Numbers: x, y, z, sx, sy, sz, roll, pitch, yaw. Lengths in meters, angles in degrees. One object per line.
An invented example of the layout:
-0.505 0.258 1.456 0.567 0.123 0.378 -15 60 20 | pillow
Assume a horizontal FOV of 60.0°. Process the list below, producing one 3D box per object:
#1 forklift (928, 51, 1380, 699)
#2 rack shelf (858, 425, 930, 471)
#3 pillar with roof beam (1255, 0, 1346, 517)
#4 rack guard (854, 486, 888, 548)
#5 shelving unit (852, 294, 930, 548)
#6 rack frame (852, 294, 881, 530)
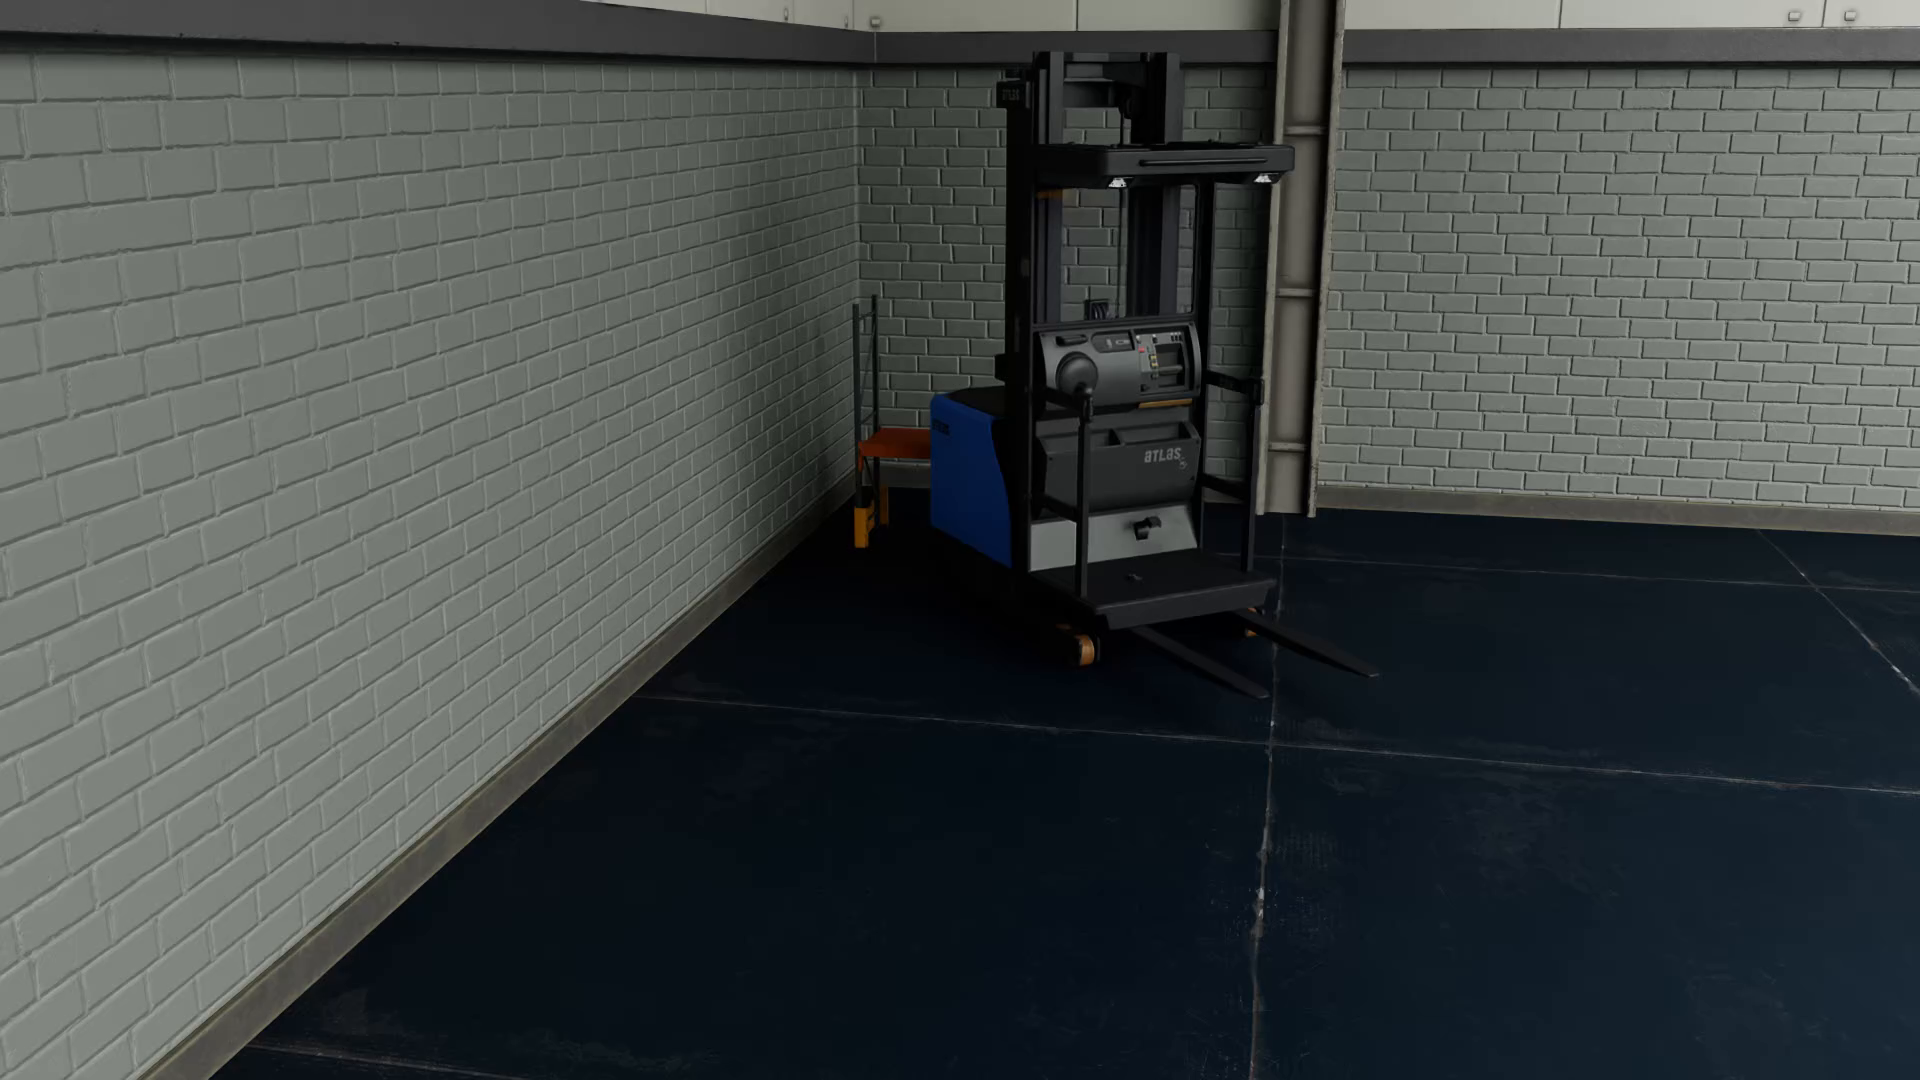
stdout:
0.919 -0.917 8.311 1.130 2.935 3.031 -8 17 -25 | forklift
-0.084 -0.554 10.356 1.000 0.185 0.538 3 16 11 | rack shelf
1.336 -3.412 5.951 0.400 9.000 9.100 3 16 11 | pillar with roof beam
-0.563 -0.151 10.569 0.087 0.250 0.587 3 16 11 | rack guard
-0.075 -0.727 10.306 1.083 1.500 0.587 3 16 11 | shelving unit
-0.582 -0.754 10.406 0.032 1.500 0.500 3 16 11 | rack frame
